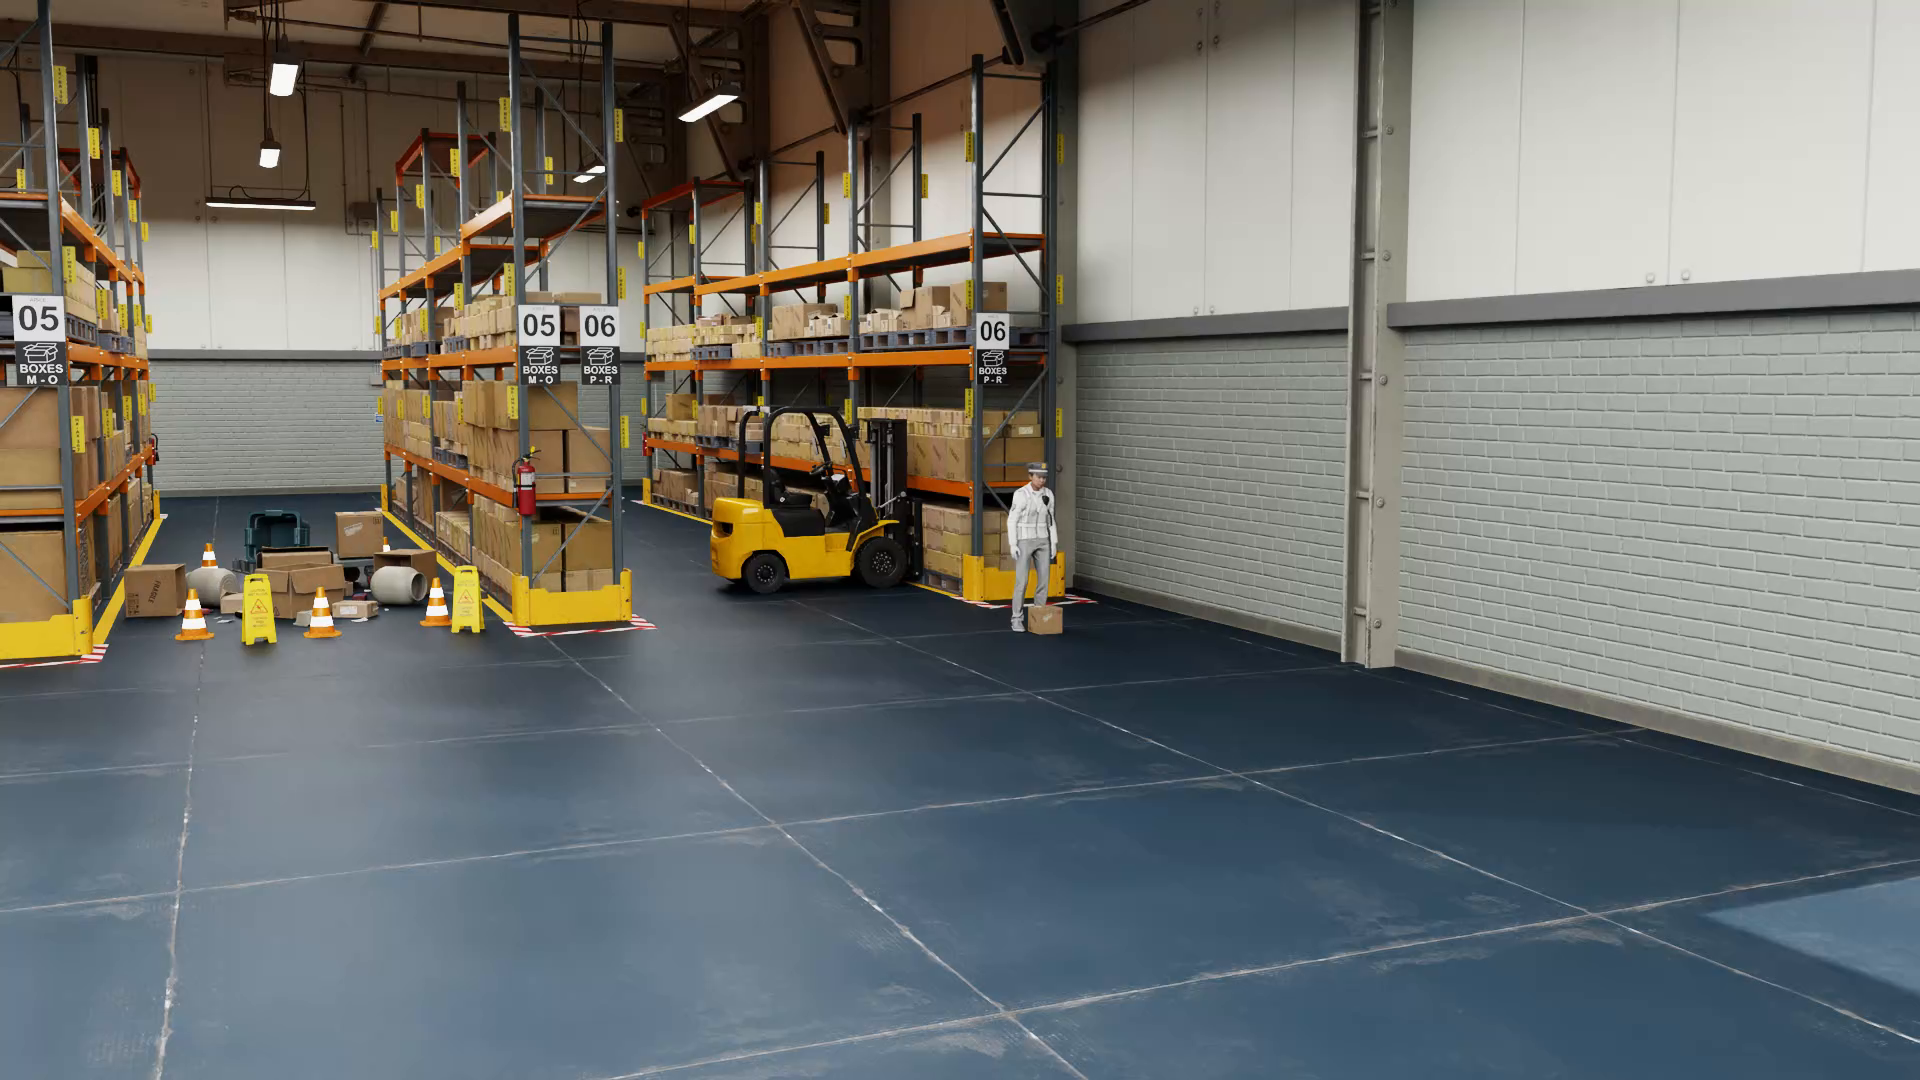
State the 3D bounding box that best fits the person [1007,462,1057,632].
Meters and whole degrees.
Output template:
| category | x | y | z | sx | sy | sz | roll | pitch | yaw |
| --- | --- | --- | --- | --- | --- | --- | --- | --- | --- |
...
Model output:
| category | x | y | z | sx | sy | sz | roll | pitch | yaw |
| --- | --- | --- | --- | --- | --- | --- | --- | --- | --- |
| person | 0.722 | 0.055 | 16.411 | 0.526 | 1.663 | 0.375 | -2 | 6 | -24 |
